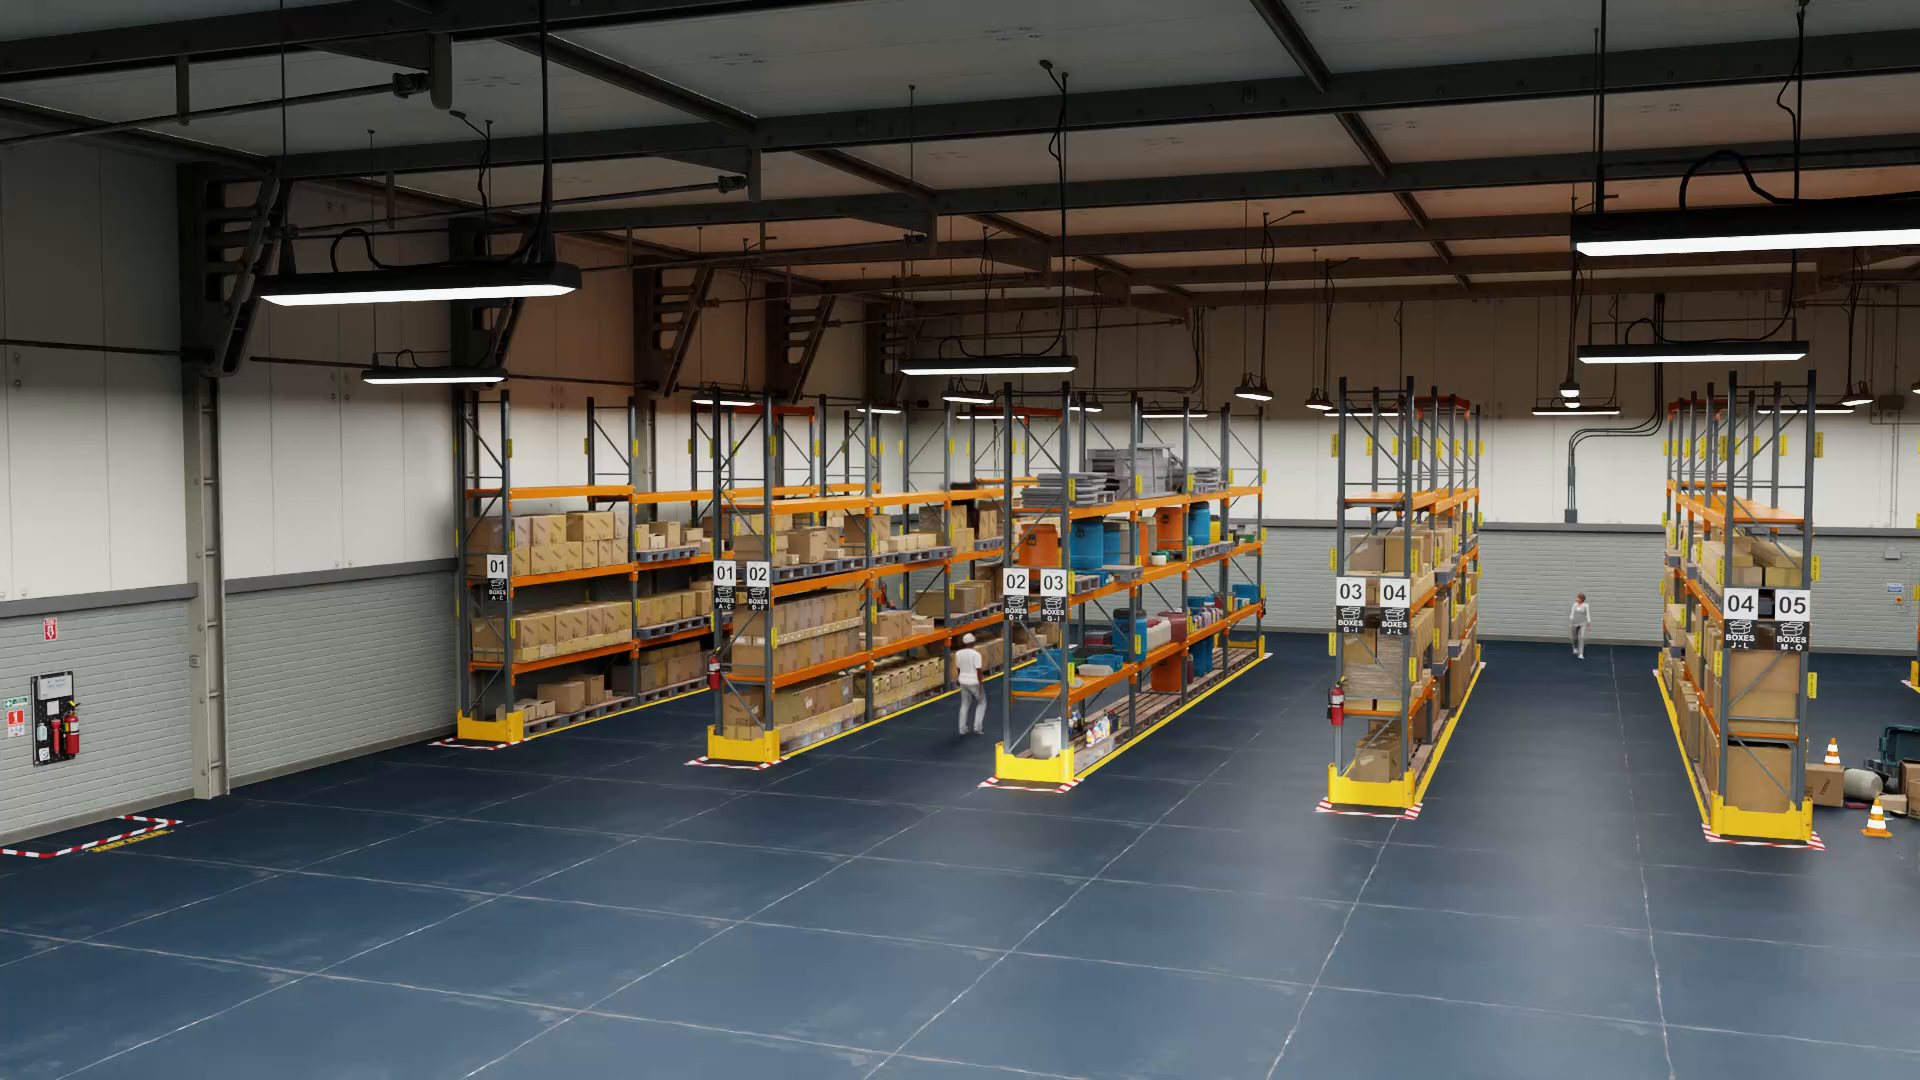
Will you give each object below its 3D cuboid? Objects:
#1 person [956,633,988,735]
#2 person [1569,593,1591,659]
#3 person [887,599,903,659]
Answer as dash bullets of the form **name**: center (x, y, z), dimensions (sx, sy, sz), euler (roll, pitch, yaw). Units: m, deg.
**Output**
- **person**: center (0.205, 2.538, 29.038), dimensions (0.500, 1.823, 0.602), euler (-3, 4, -44)
- **person**: center (14.789, 2.031, 39.695), dimensions (0.496, 1.556, 0.823), euler (1, 3, 19)
- **person**: center (-1.412, 2.136, 37.144), dimensions (0.561, 1.612, 0.728), euler (-1, 3, -10)
